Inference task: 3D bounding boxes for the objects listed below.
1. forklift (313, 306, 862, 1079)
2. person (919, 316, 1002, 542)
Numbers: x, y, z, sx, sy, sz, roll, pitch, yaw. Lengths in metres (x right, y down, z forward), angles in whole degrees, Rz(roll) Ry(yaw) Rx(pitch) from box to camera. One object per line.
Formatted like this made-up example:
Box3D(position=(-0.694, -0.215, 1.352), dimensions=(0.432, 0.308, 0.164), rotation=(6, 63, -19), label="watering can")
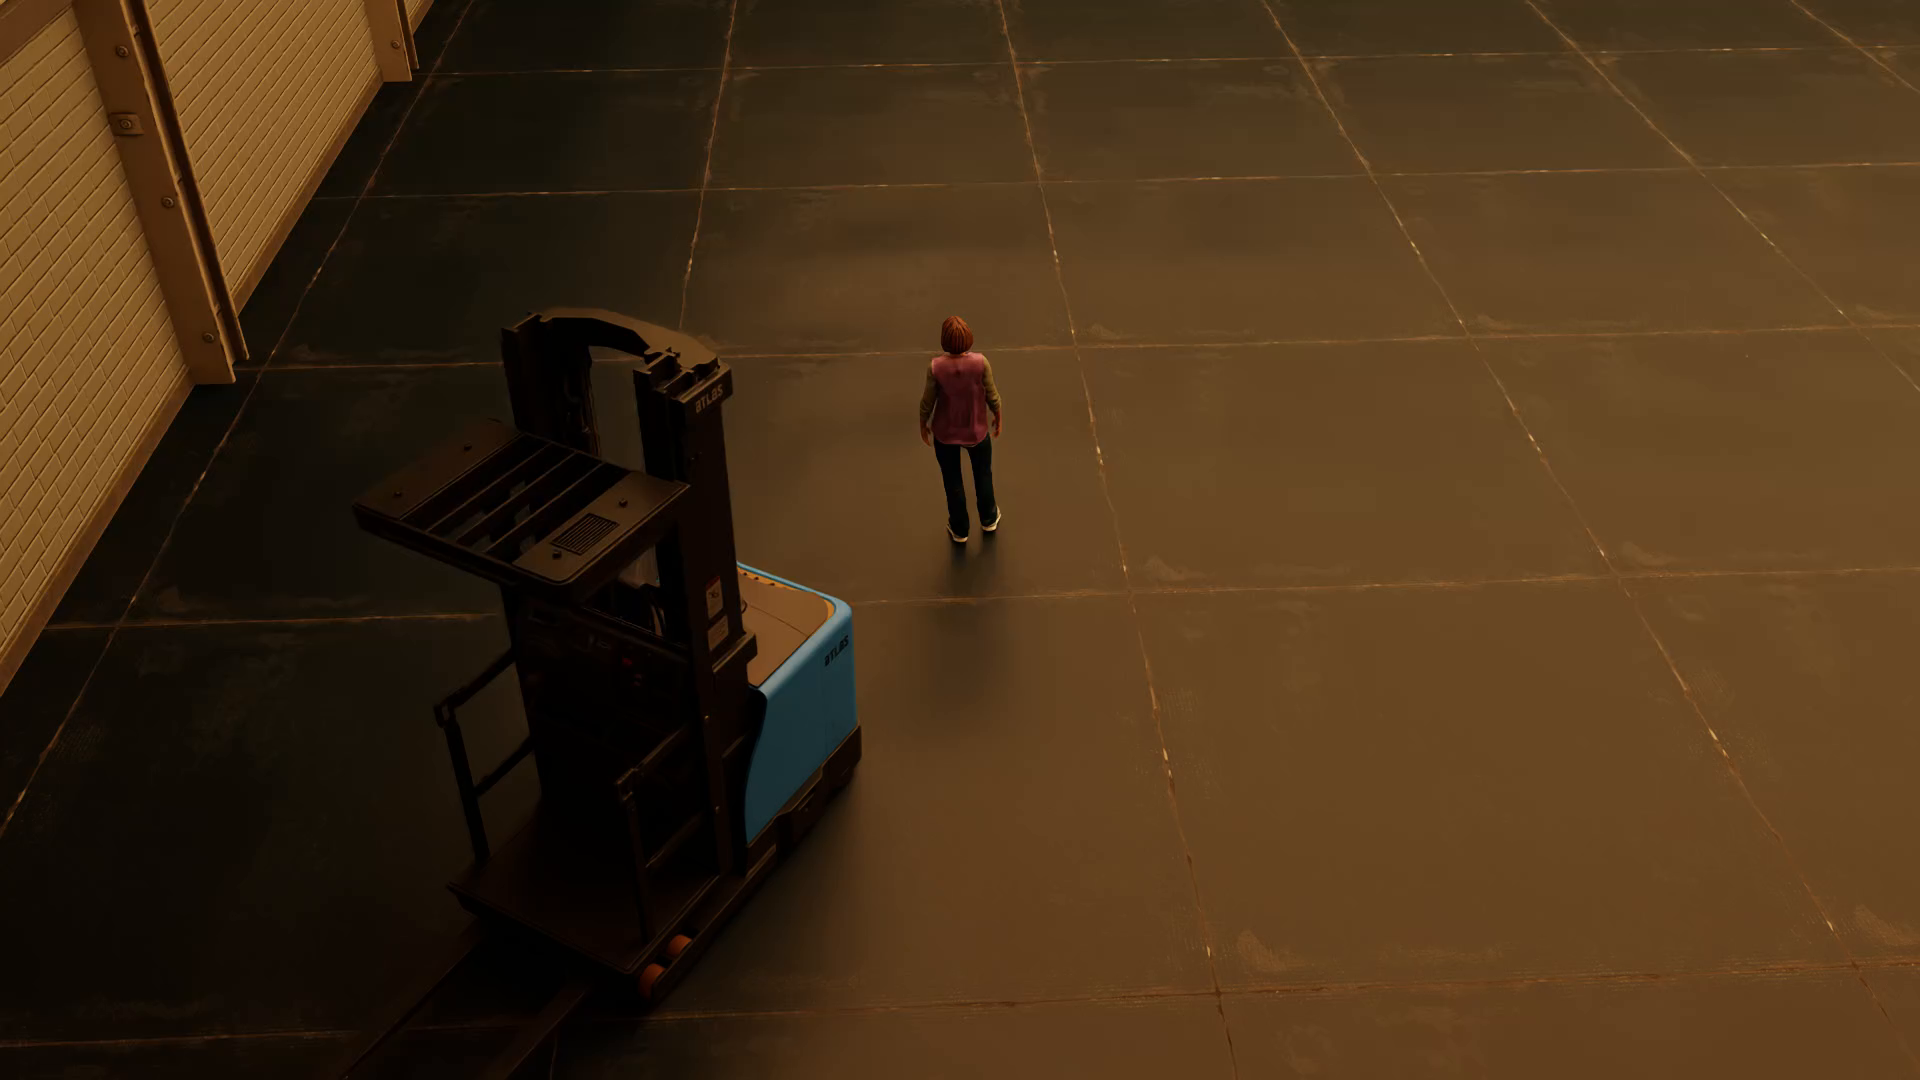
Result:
Box3D(position=(-1.687, 0.610, 7.173), dimensions=(1.130, 2.935, 3.031), rotation=(19, 40, 24), label="forklift")
Box3D(position=(0.010, -0.695, 10.087), dimensions=(0.521, 1.599, 0.473), rotation=(-2, 36, -2), label="person")
